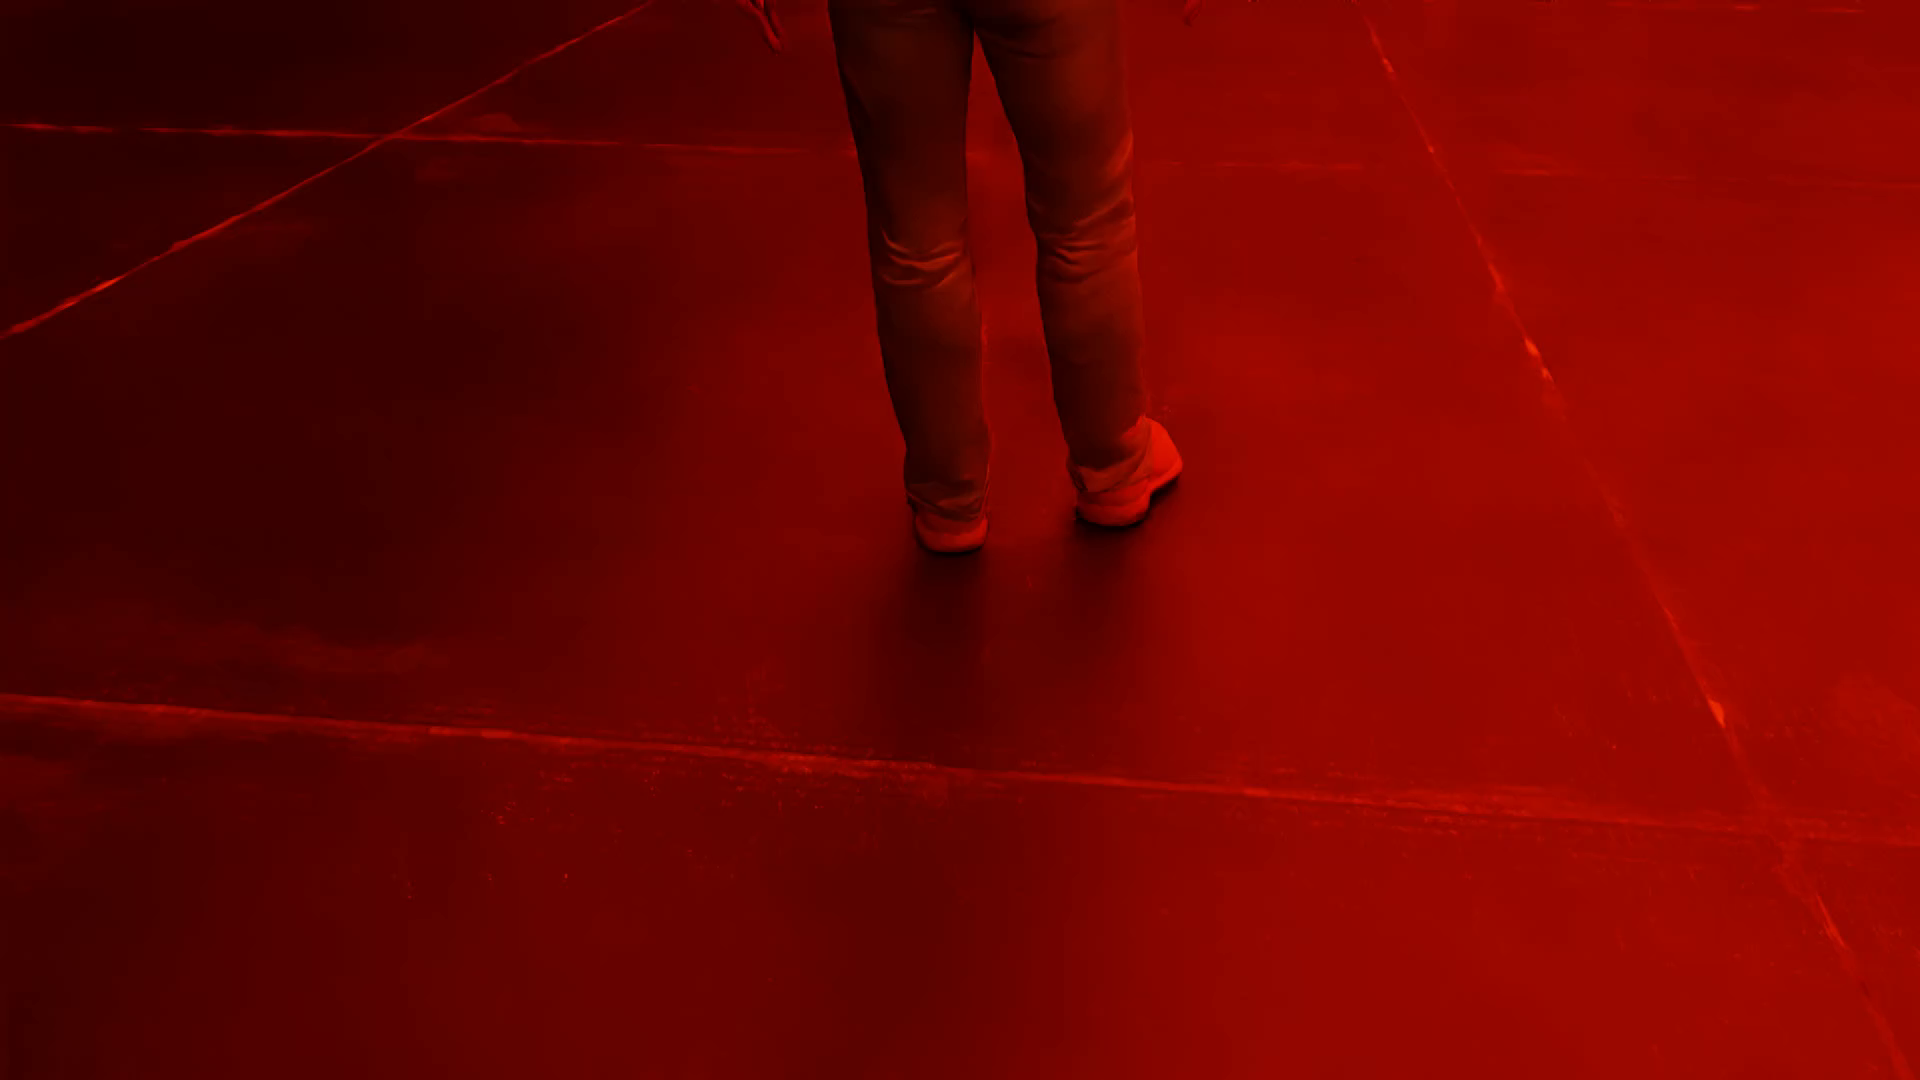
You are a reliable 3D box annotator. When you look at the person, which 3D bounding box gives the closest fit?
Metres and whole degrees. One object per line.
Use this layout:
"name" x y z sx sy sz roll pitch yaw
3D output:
"person" 0.015 -0.827 2.164 0.665 1.766 0.576 3 27 7
